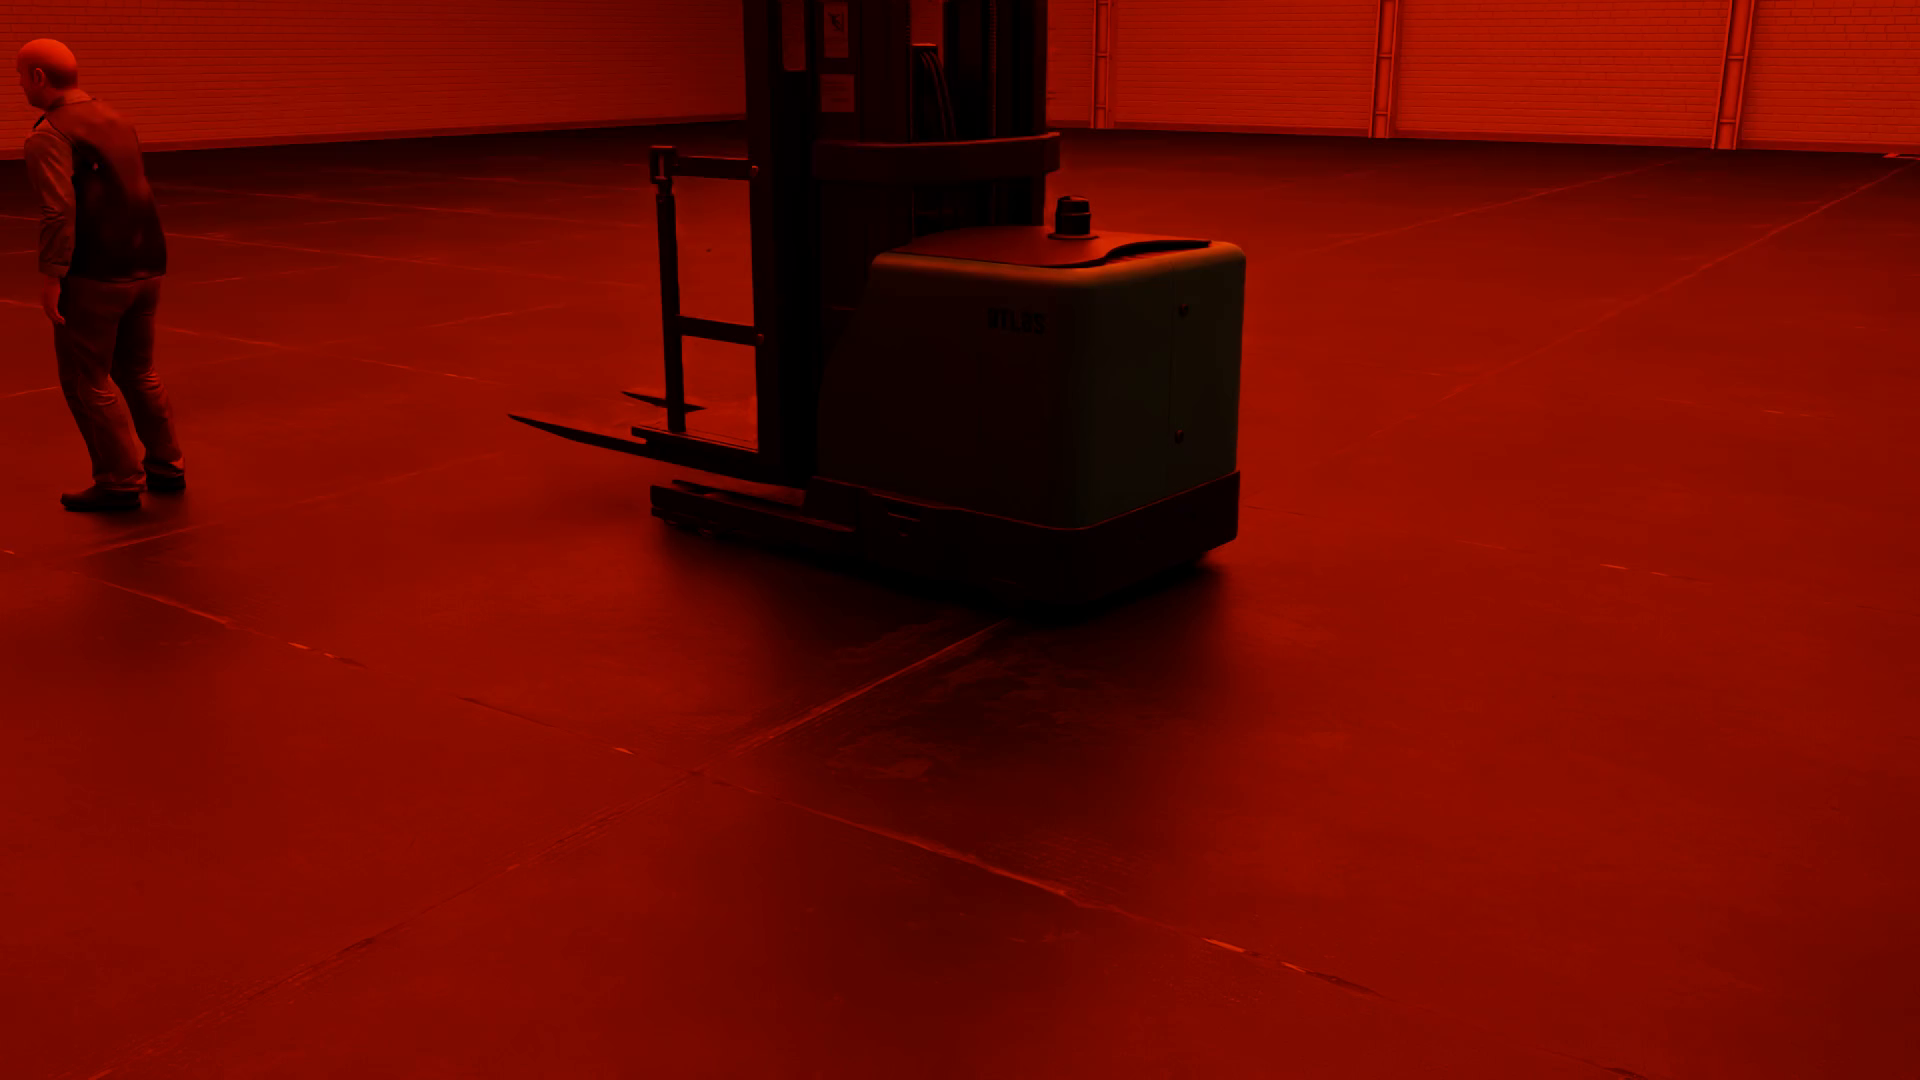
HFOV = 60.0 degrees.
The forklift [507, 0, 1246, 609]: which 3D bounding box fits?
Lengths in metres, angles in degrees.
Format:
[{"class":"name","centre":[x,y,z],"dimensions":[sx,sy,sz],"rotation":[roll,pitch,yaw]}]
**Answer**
[{"class":"forklift","centre":[-0.505,-1.515,5.900],"dimensions":[3.031,2.935,1.130],"rotation":[13,21,37]}]

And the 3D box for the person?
[{"class":"person","centre":[-3.210,-0.981,6.229],"dimensions":[0.427,1.720,0.588],"rotation":[2,17,8]}]
